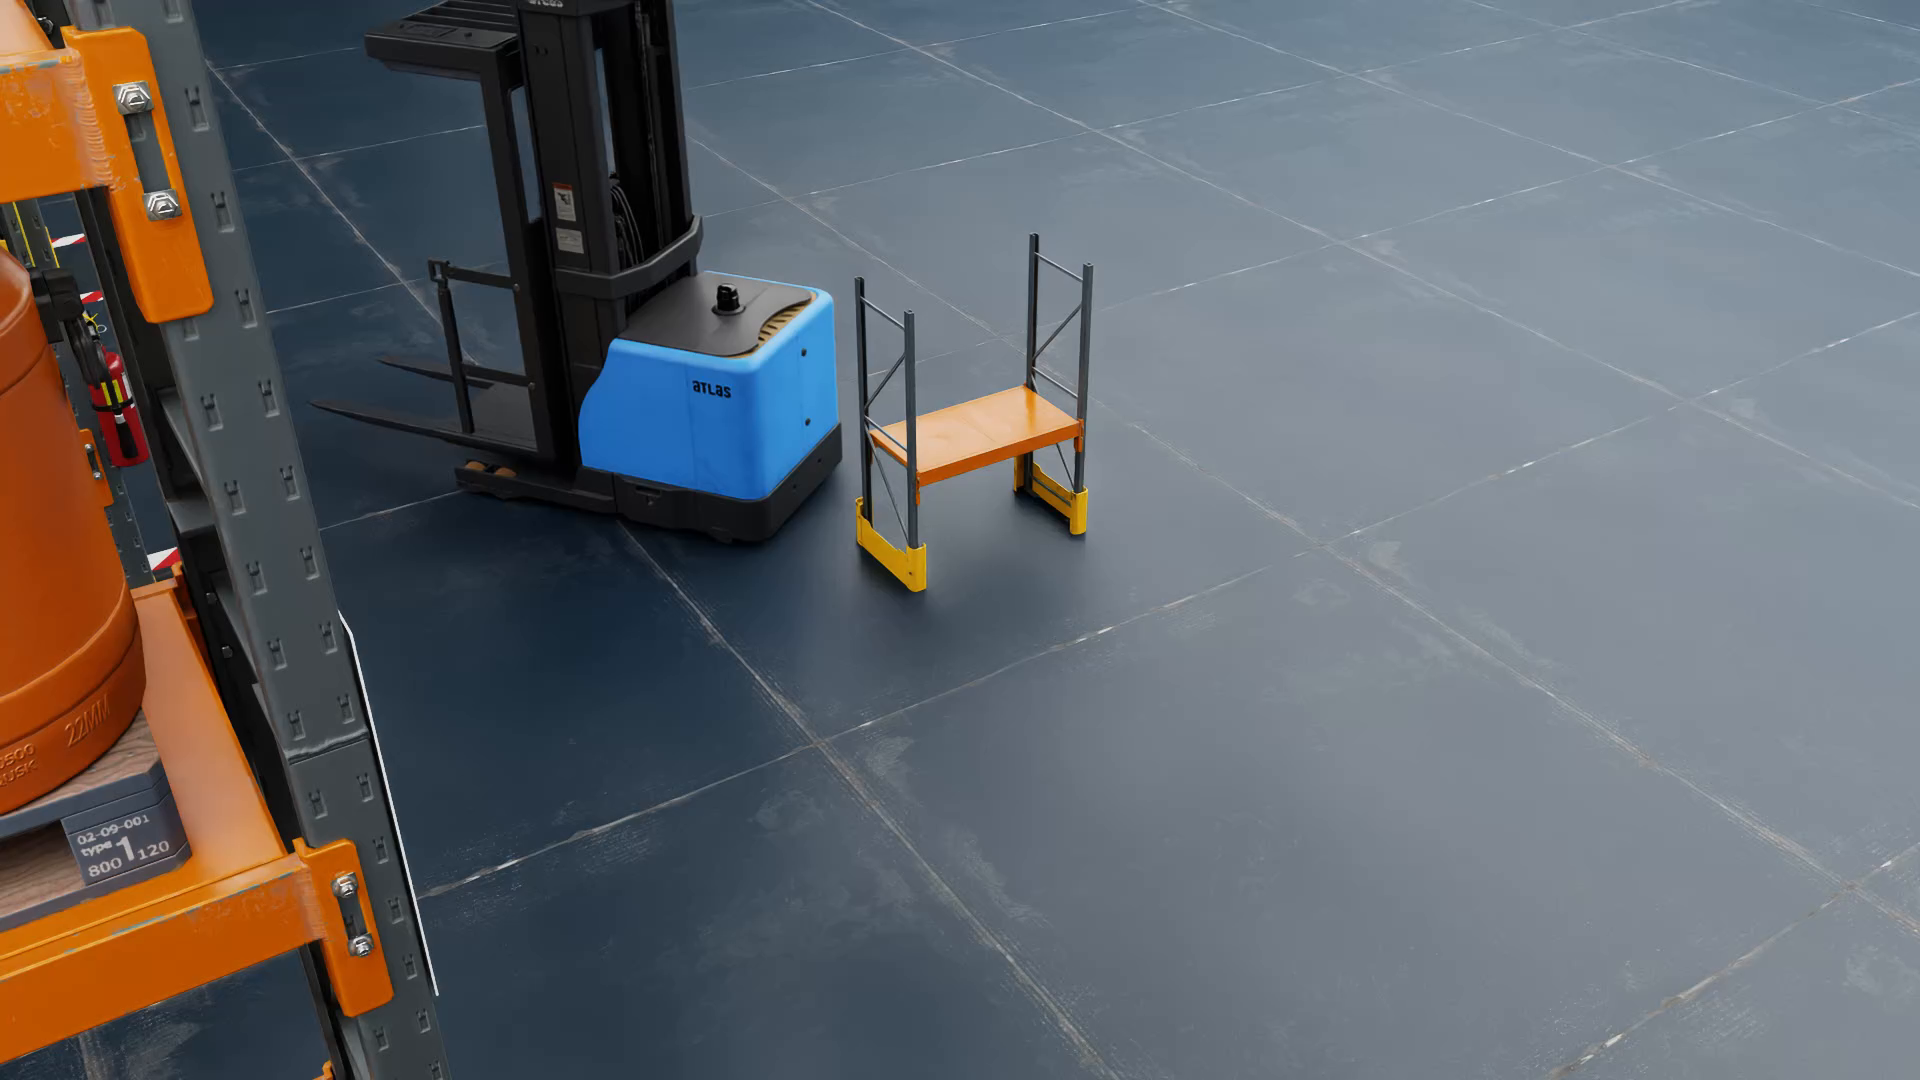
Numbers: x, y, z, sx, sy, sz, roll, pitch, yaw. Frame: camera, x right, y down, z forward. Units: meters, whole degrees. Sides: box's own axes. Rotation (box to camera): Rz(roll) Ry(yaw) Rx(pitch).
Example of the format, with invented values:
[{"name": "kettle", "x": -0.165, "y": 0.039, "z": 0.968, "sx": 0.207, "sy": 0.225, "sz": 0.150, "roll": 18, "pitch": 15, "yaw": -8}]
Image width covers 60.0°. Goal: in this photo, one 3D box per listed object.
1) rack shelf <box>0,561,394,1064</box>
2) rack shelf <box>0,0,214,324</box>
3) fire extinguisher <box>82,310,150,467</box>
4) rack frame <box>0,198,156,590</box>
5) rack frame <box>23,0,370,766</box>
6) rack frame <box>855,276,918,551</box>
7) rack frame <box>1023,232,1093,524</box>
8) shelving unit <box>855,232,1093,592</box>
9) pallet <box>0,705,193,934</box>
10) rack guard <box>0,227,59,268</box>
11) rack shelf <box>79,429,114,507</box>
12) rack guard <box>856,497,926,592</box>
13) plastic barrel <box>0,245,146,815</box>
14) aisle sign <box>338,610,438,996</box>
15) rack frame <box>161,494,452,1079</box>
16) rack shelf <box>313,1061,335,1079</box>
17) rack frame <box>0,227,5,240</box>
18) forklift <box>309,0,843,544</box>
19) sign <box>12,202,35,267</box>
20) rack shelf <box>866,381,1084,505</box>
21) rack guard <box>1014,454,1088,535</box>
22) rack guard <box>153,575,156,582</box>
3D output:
[{"name": "rack shelf", "x": -2.938, "y": 0.989, "z": 2.233, "sx": 4.000, "sy": 0.370, "sz": 1.077, "roll": -19, "pitch": 37, "yaw": -27}, {"name": "rack shelf", "x": -2.938, "y": -0.110, "z": 1.539, "sx": 4.000, "sy": 0.370, "sz": 1.077, "roll": -19, "pitch": 37, "yaw": -27}, {"name": "fire extinguisher", "x": -3.595, "y": -0.639, "z": 7.024, "sx": 0.183, "sy": 0.674, "sz": 0.296, "roll": -19, "pitch": 37, "yaw": -27}, {"name": "rack frame", "x": -3.941, "y": -0.845, "z": 7.279, "sx": 0.127, "sy": 3.000, "sz": 1.000, "roll": -19, "pitch": 37, "yaw": -27}, {"name": "rack frame", "x": -1.257, "y": -1.162, "z": 2.157, "sx": 0.127, "sy": 3.000, "sz": 1.000, "roll": -19, "pitch": 37, "yaw": -27}, {"name": "rack frame", "x": -0.356, "y": -0.512, "z": 8.156, "sx": 0.032, "sy": 1.500, "sz": 0.500, "roll": -19, "pitch": 37, "yaw": -27}, {"name": "rack frame", "x": 0.499, "y": -0.806, "z": 8.622, "sx": 0.032, "sy": 1.500, "sz": 0.500, "roll": -19, "pitch": 37, "yaw": -27}, {"name": "shelving unit", "x": 0.064, "y": -0.656, "z": 8.385, "sx": 1.083, "sy": 1.500, "sz": 0.587, "roll": -19, "pitch": 37, "yaw": -27}, {"name": "pallet", "x": -2.005, "y": 0.382, "z": 2.698, "sx": 1.213, "sy": 0.211, "sz": 1.003, "roll": -19, "pitch": 37, "yaw": -27}, {"name": "rack guard", "x": -6.523, "y": -2.049, "z": 11.529, "sx": 0.348, "sy": 0.500, "sz": 1.175, "roll": -19, "pitch": 37, "yaw": -27}, {"name": "rack shelf", "x": -5.622, "y": 0.037, "z": 6.554, "sx": 4.000, "sy": 0.370, "sz": 1.077, "roll": -19, "pitch": 37, "yaw": -27}, {"name": "rack guard", "x": -0.355, "y": 0.016, "z": 8.490, "sx": 0.087, "sy": 0.250, "sz": 0.587, "roll": -19, "pitch": 37, "yaw": -27}, {"name": "plastic barrel", "x": -1.597, "y": -0.055, "z": 2.418, "sx": 0.708, "sy": 0.830, "sz": 0.600, "roll": -19, "pitch": 37, "yaw": -27}, {"name": "aisle sign", "x": -1.036, "y": 0.388, "z": 2.886, "sx": 0.004, "sy": 0.787, "sz": 0.394, "roll": -19, "pitch": 37, "yaw": -27}, {"name": "rack frame", "x": -1.257, "y": 1.376, "z": 3.758, "sx": 0.127, "sy": 3.000, "sz": 1.000, "roll": -19, "pitch": 37, "yaw": -27}, {"name": "rack shelf", "x": -2.938, "y": 2.258, "z": 3.033, "sx": 4.000, "sy": 0.370, "sz": 1.077, "roll": -19, "pitch": 37, "yaw": -27}, {"name": "rack frame", "x": -6.543, "y": -3.099, "z": 10.851, "sx": 0.127, "sy": 3.000, "sz": 1.000, "roll": -19, "pitch": 37, "yaw": -27}, {"name": "forklift", "x": -2.228, "y": -1.711, "z": 8.716, "sx": 3.031, "sy": 2.935, "sz": 1.130, "roll": 12, "pitch": 34, "yaw": 18}, {"name": "sign", "x": -3.657, "y": -1.214, "z": 6.482, "sx": 0.005, "sy": 0.325, "sz": 0.100, "roll": -19, "pitch": 37, "yaw": -27}, {"name": "rack shelf", "x": 0.072, "y": -0.507, "z": 8.485, "sx": 1.000, "sy": 0.185, "sz": 0.538, "roll": -19, "pitch": 37, "yaw": -27}, {"name": "rack guard", "x": 0.483, "y": -0.272, "z": 8.946, "sx": 0.087, "sy": 0.250, "sz": 0.587, "roll": -19, "pitch": 37, "yaw": -27}, {"name": "rack guard", "x": -4.004, "y": 0.234, "z": 7.911, "sx": 0.348, "sy": 0.500, "sz": 1.175, "roll": -19, "pitch": 37, "yaw": -27}]
